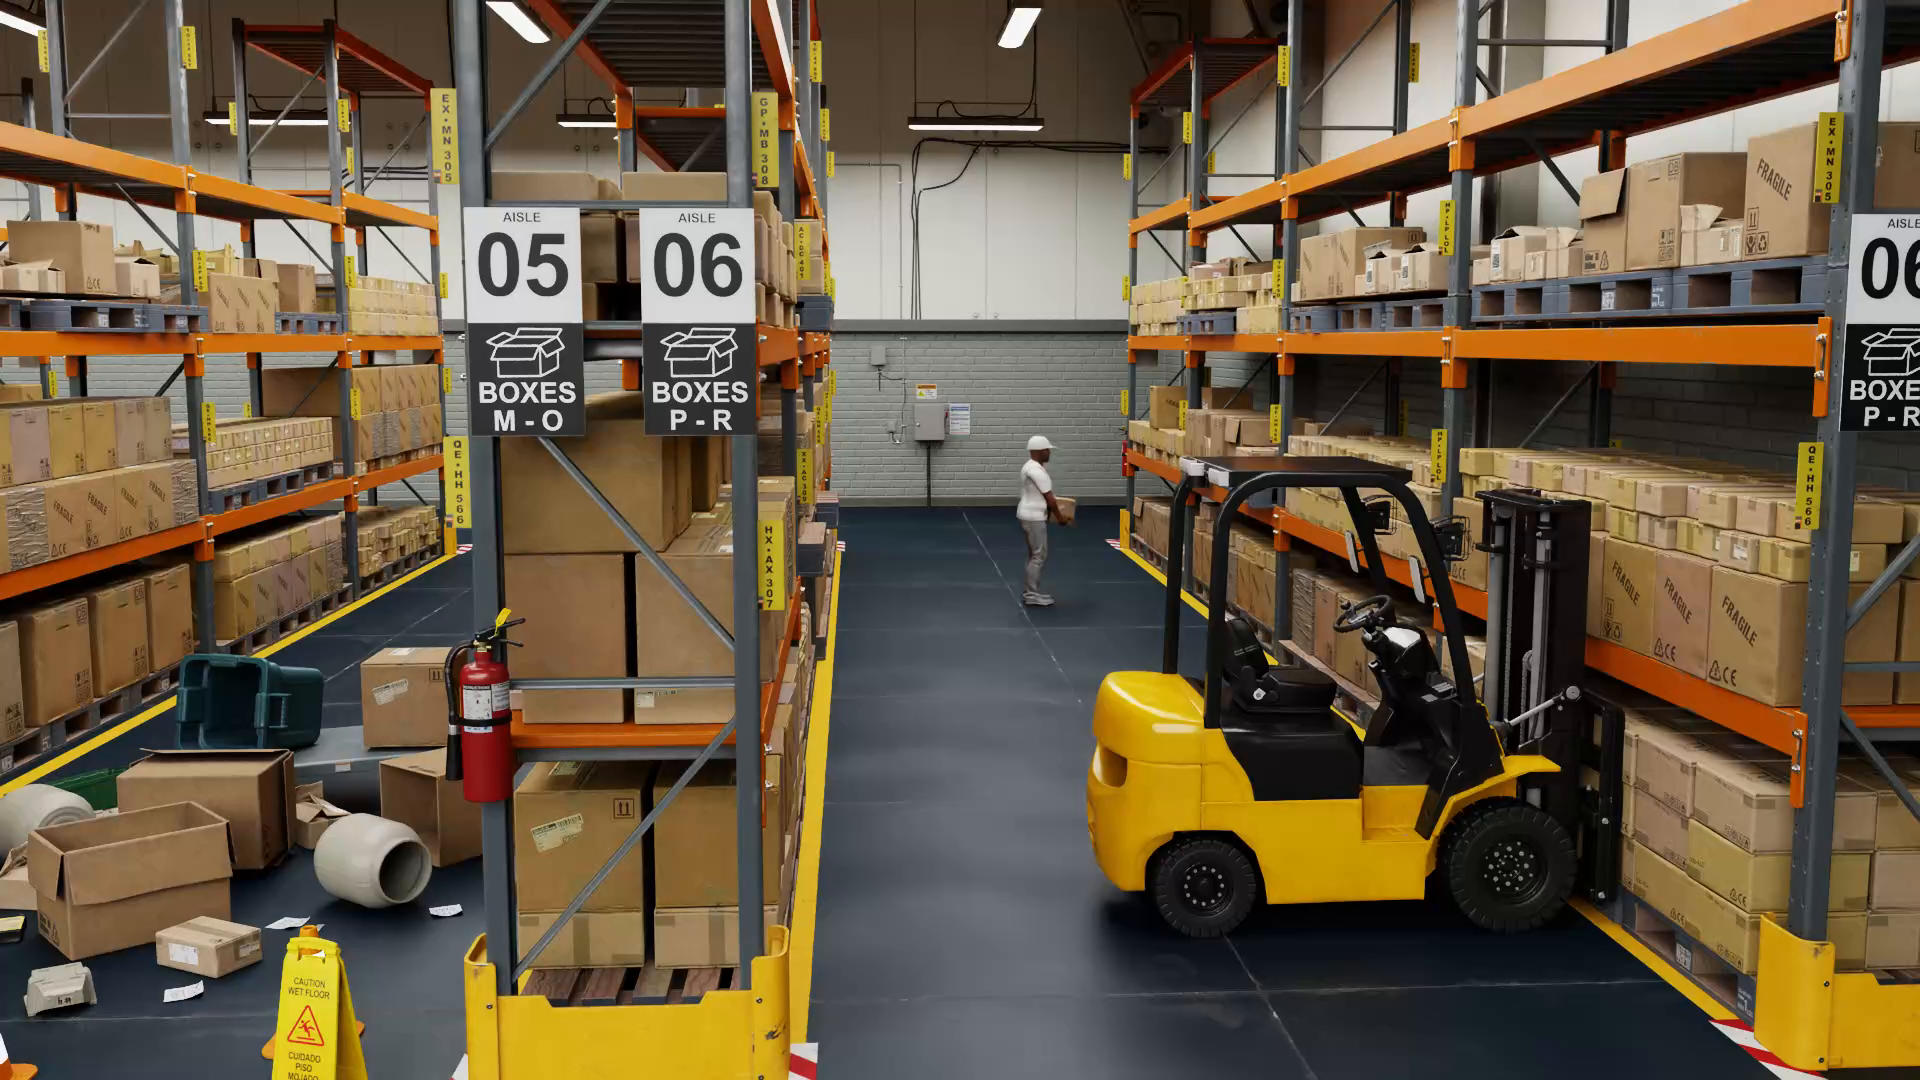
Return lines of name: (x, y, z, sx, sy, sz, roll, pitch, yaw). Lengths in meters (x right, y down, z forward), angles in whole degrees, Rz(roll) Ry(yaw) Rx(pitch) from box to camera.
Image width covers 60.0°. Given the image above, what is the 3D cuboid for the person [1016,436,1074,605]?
person: (0.885, -0.214, 17.445, 0.576, 1.761, 0.505, -1, 7, -5)
